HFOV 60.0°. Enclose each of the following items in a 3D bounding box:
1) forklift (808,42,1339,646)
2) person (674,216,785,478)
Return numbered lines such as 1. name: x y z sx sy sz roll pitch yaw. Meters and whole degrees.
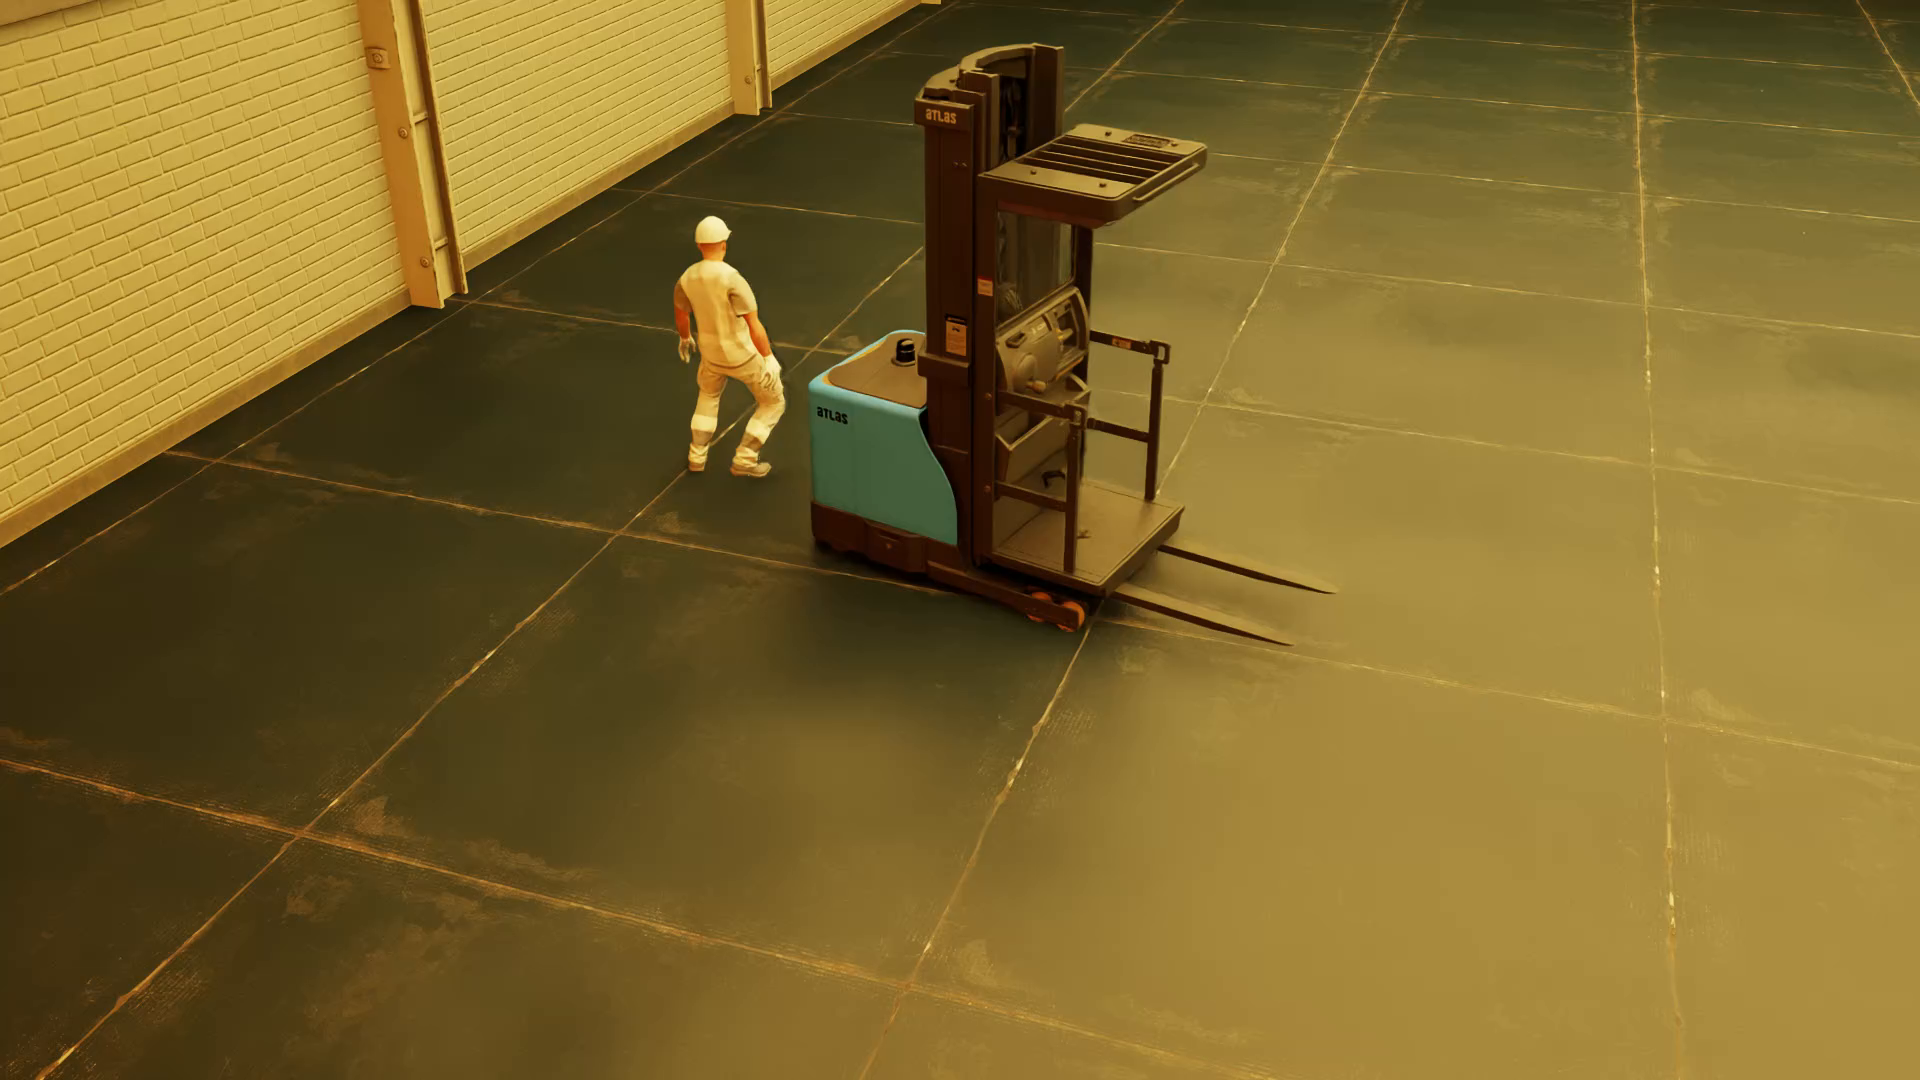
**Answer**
1. forklift: 0.633 -1.066 9.007 3.031 2.935 1.130 17 34 27
2. person: -1.452 -1.189 10.479 0.923 1.691 0.488 19 35 30
